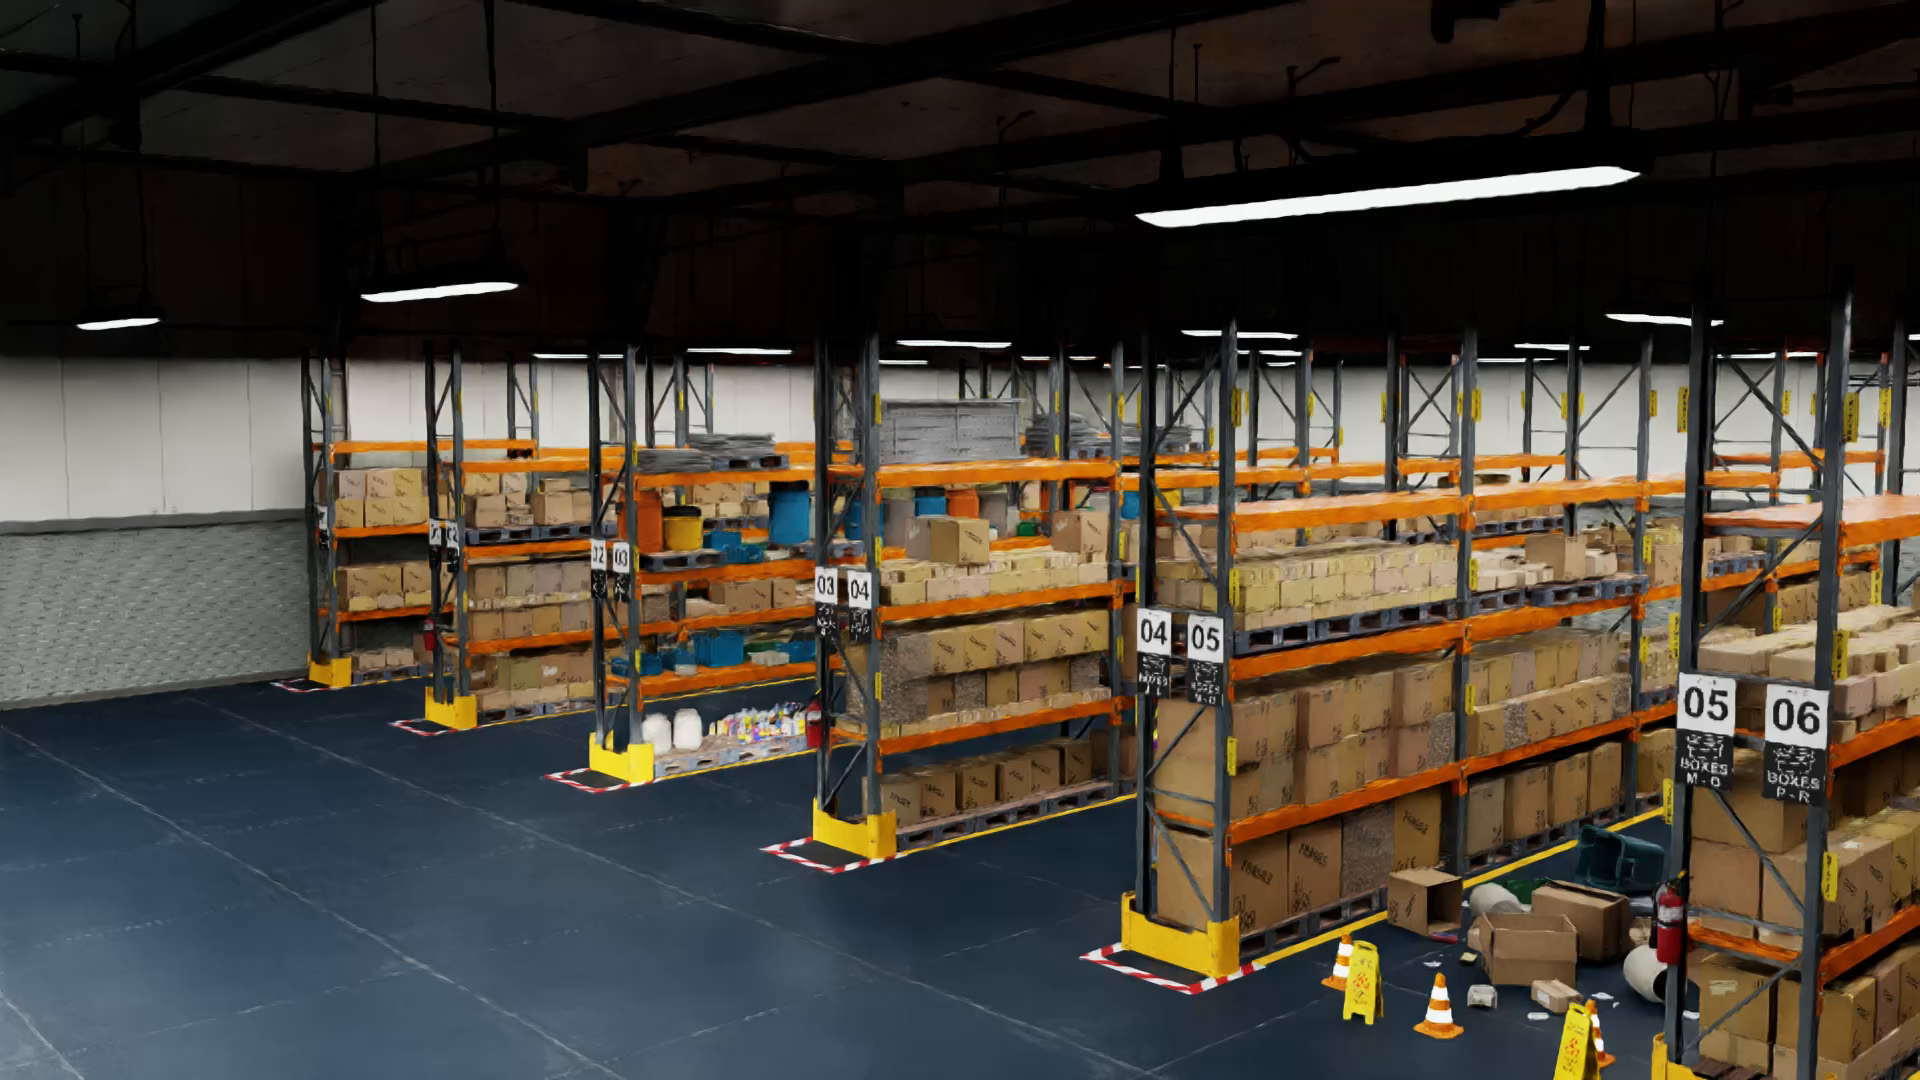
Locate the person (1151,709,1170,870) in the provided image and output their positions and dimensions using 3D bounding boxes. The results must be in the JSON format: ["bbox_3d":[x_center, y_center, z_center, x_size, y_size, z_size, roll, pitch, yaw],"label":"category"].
[{"bbox_3d":[2.271,2.676,18.098,0.452,1.768,0.632,1,5,16],"label":"person"}]
